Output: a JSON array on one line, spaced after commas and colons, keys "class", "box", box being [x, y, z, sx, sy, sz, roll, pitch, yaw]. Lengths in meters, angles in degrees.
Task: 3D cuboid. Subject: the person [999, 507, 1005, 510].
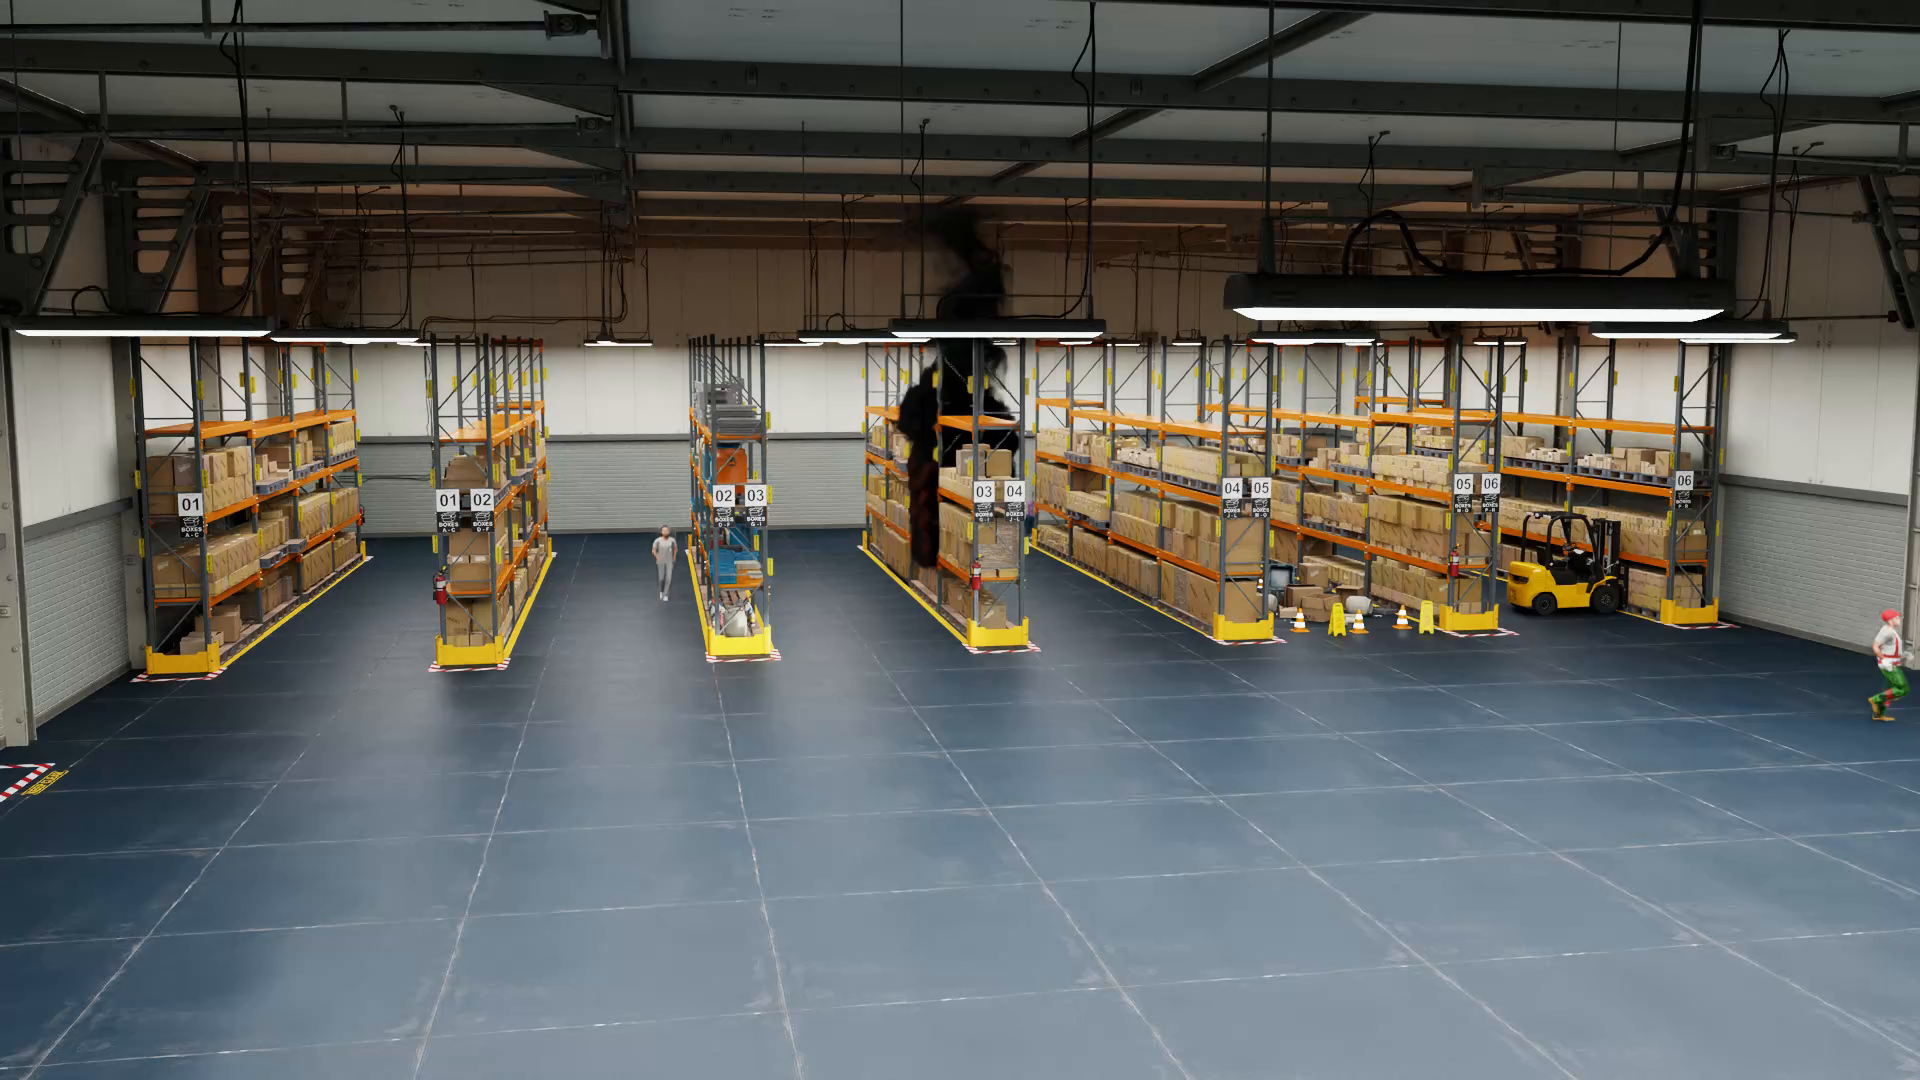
[{"class": "person", "box": [1.179, -0.453, 46.749, 0.675, 1.682, 0.603, -1, 7, -5]}]

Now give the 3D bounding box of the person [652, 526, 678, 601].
[{"class": "person", "box": [-6.373, 0.500, 36.014, 0.549, 1.629, 0.506, -2, 7, -17]}]

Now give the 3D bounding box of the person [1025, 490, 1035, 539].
[{"class": "person", "box": [2.115, -0.761, 49.979, 0.492, 1.537, 0.650, 0, 7, 3]}]

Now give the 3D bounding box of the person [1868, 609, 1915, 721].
[{"class": "person", "box": [14.328, 1.936, 25.553, 0.587, 1.739, 0.656, 4, 8, 32]}]
